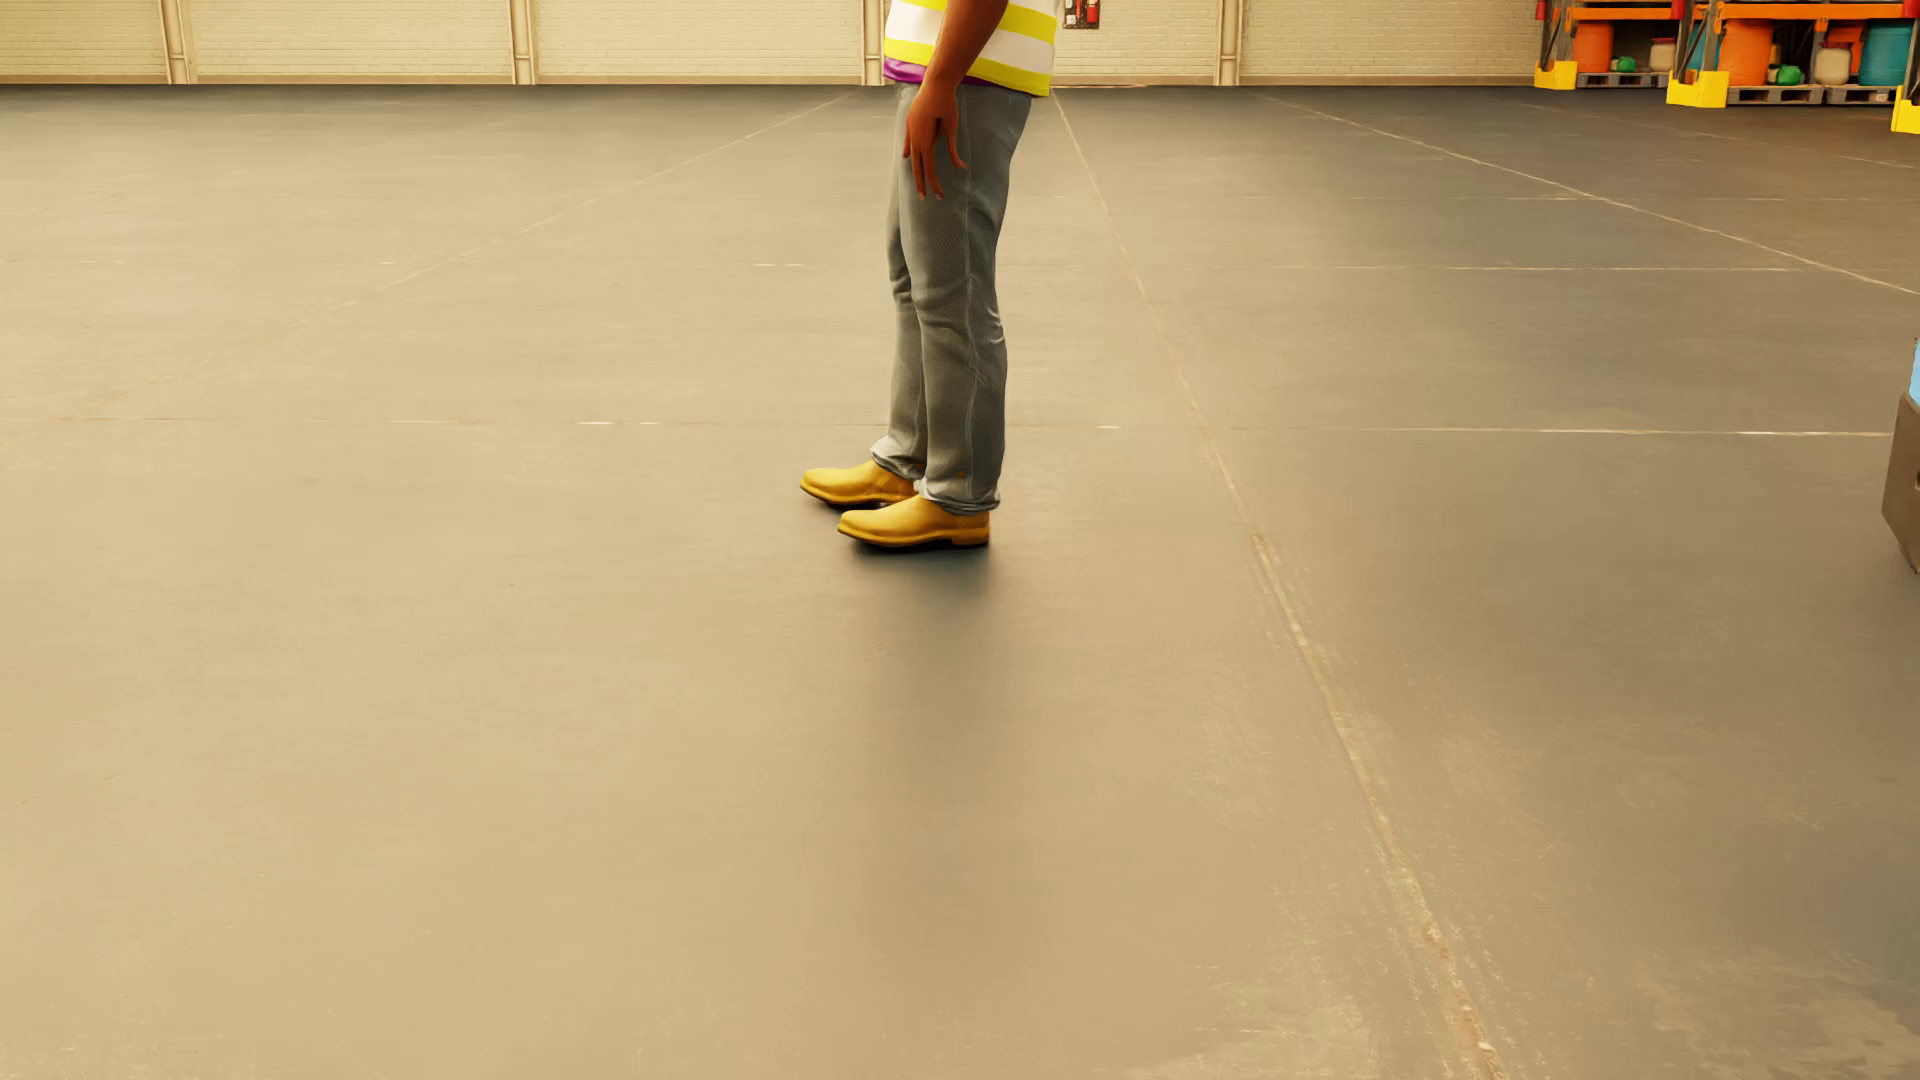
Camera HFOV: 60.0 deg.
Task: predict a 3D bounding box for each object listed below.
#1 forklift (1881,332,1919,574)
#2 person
[{"bbox_3d":[3.116,-1.116,2.024,3.031,2.935,1.130,6,18,18],"label":"forklift"},{"bbox_3d":[-0.070,-0.849,3.115,0.575,1.761,0.666,1,17,2],"label":"person"}]
